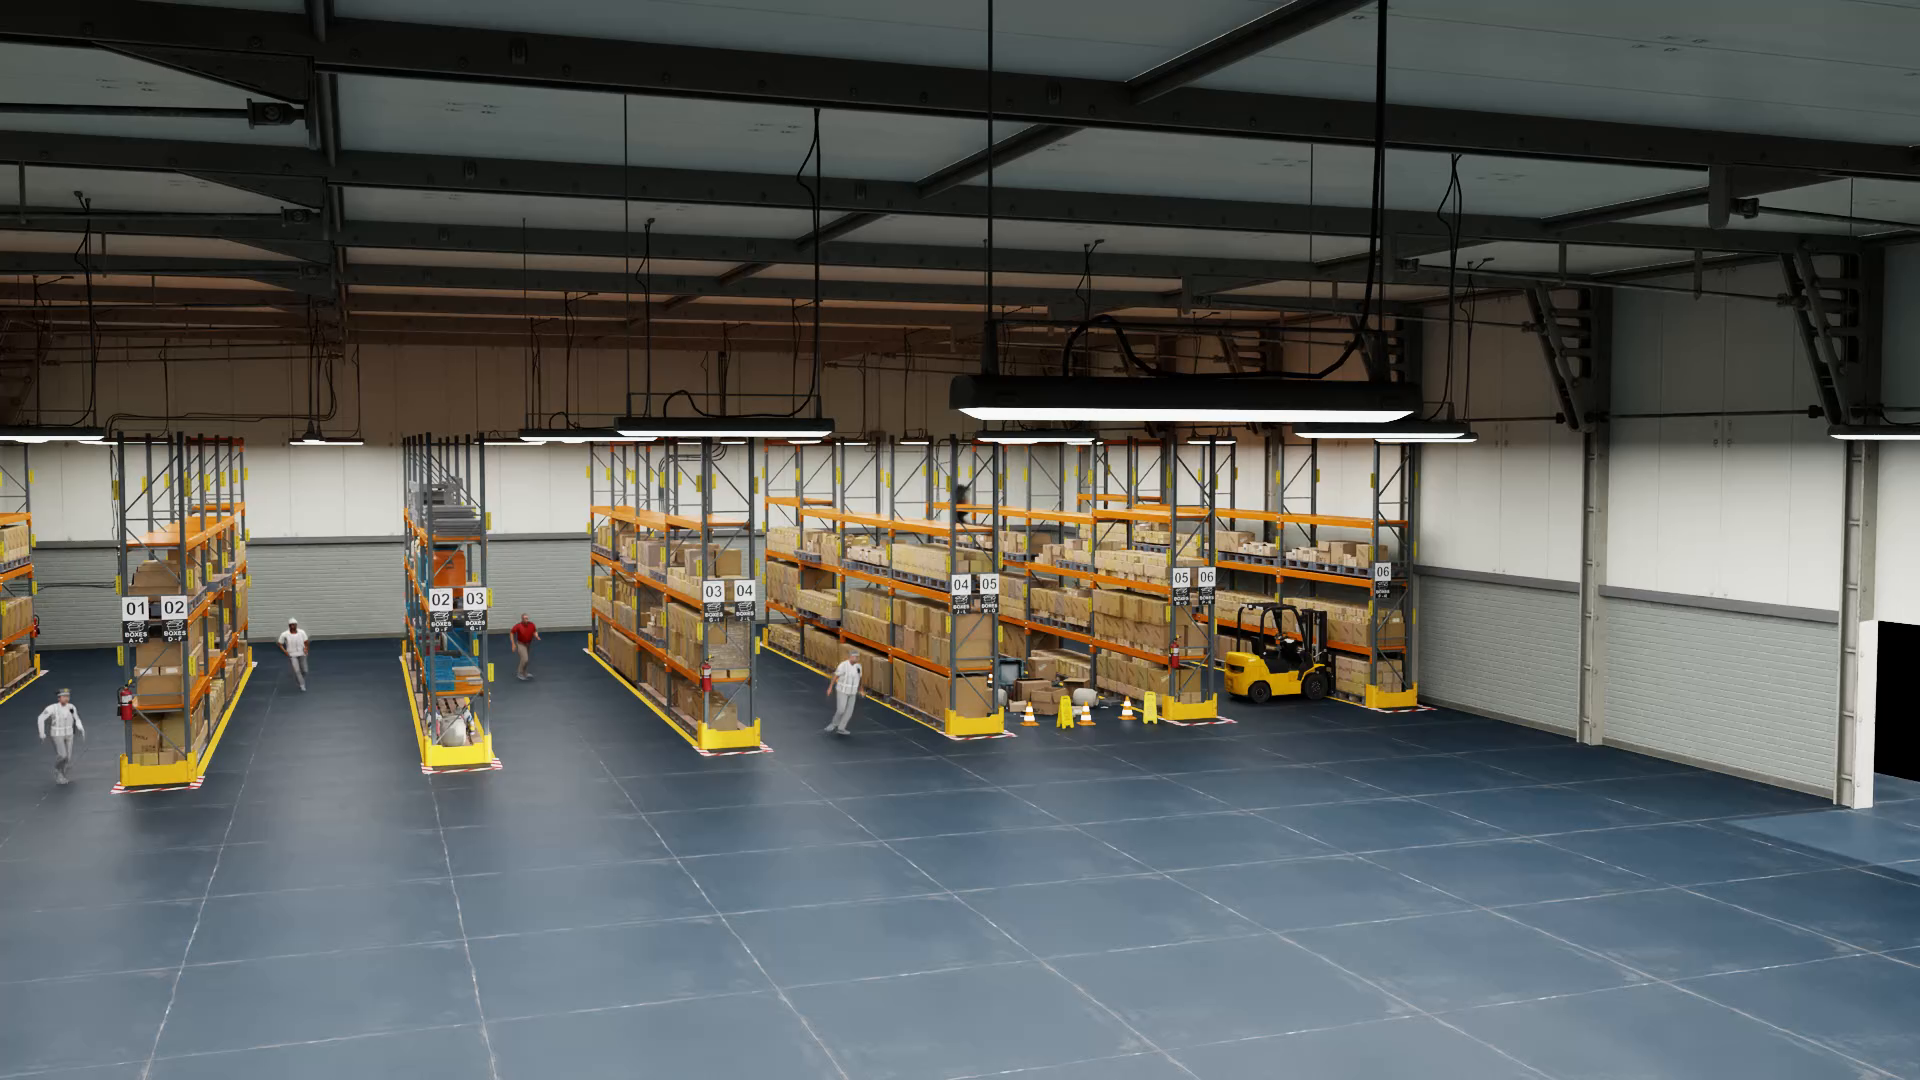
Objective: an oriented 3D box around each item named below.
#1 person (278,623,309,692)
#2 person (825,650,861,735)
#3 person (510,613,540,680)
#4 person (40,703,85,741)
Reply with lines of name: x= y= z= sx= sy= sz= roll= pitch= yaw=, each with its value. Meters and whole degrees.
person: x=-15.666 y=2.716 z=39.133 sx=0.685 sy=1.676 sz=0.792 roll=-2 pitch=4 yaw=-31
person: x=-2.314 y=3.037 z=33.169 sx=0.639 sy=1.709 sz=0.586 roll=-2 pitch=4 yaw=-35
person: x=-10.742 y=2.651 z=41.196 sx=0.853 sy=1.699 sz=0.664 roll=2 pitch=4 yaw=30
person: x=-15.211 y=3.090 z=28.188 sx=0.617 sy=0.646 sz=0.507 roll=2 pitch=4 yaw=36
